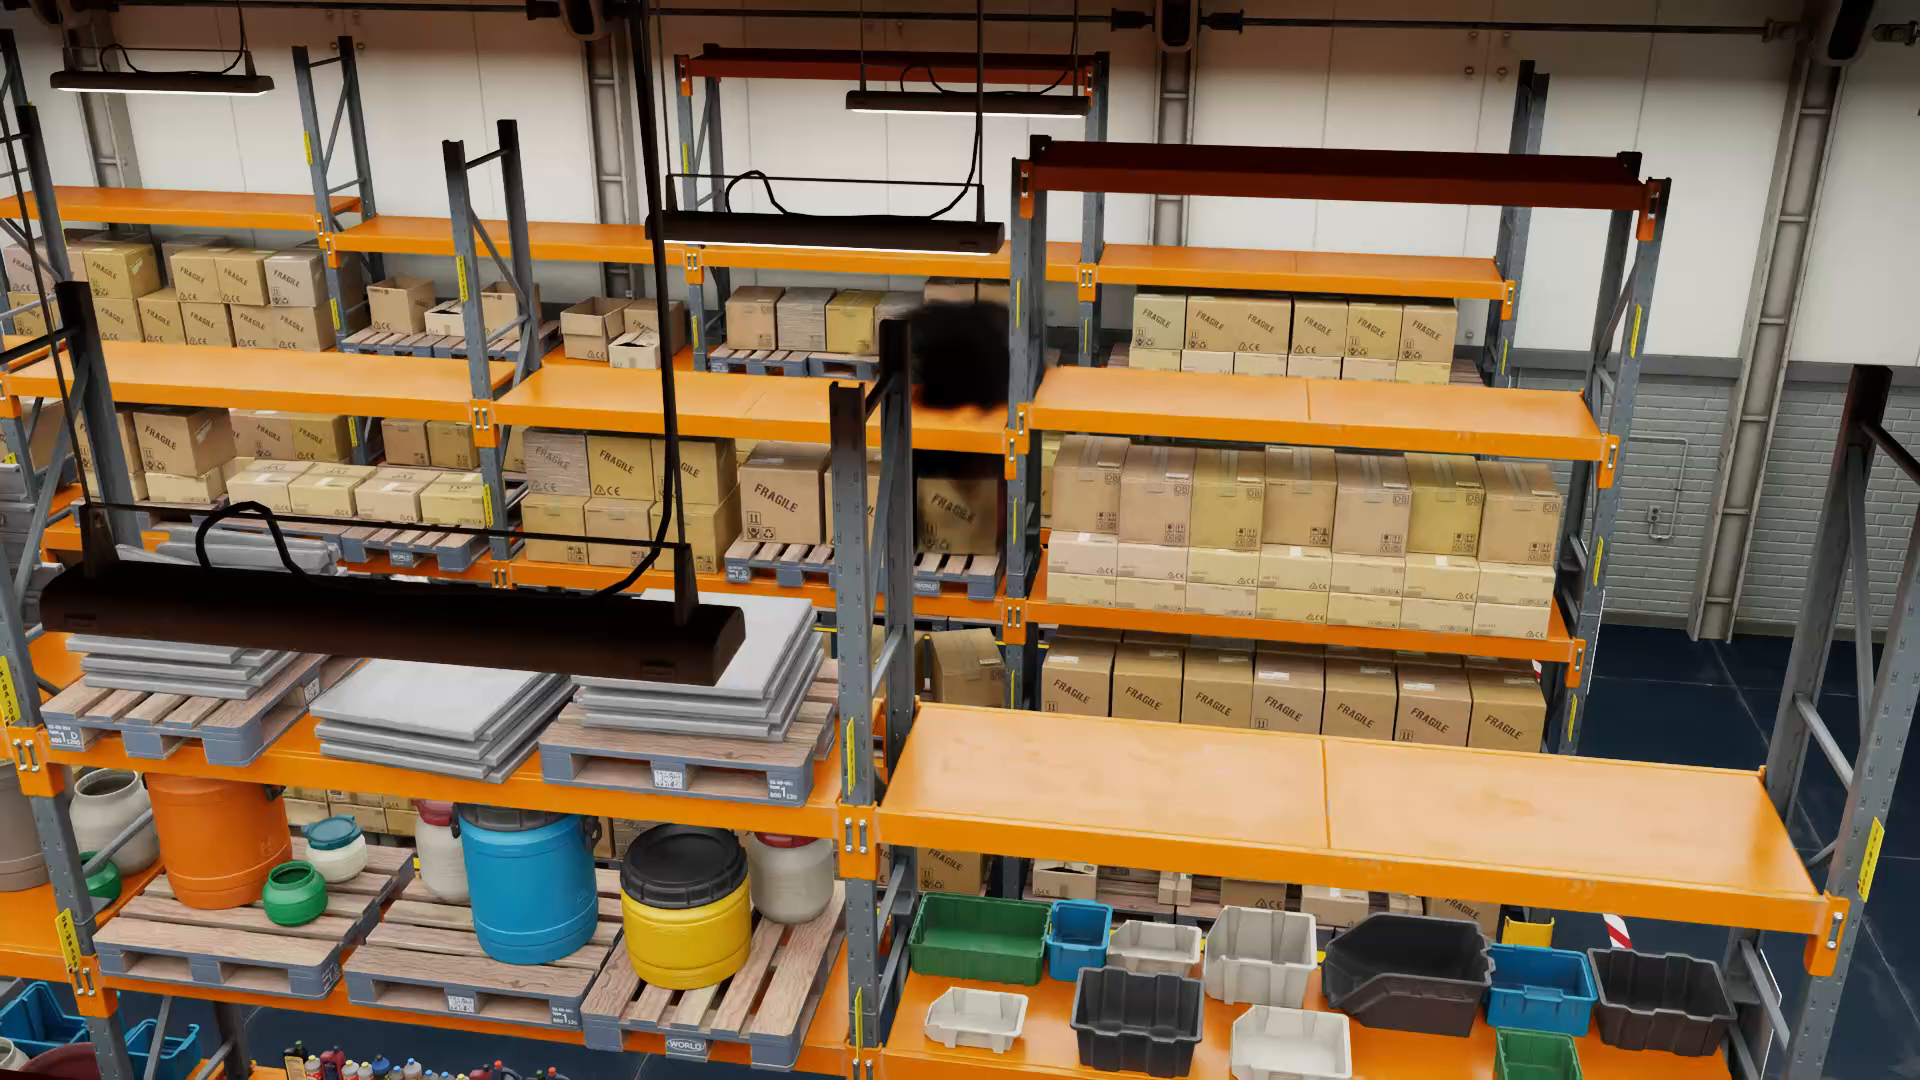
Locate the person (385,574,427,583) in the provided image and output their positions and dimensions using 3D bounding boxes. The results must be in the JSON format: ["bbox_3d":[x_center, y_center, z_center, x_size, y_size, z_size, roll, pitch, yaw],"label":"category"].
[{"bbox_3d":[-5.678,0.571,17.052,0.802,1.645,0.624,-17,28,-34],"label":"person"}]
